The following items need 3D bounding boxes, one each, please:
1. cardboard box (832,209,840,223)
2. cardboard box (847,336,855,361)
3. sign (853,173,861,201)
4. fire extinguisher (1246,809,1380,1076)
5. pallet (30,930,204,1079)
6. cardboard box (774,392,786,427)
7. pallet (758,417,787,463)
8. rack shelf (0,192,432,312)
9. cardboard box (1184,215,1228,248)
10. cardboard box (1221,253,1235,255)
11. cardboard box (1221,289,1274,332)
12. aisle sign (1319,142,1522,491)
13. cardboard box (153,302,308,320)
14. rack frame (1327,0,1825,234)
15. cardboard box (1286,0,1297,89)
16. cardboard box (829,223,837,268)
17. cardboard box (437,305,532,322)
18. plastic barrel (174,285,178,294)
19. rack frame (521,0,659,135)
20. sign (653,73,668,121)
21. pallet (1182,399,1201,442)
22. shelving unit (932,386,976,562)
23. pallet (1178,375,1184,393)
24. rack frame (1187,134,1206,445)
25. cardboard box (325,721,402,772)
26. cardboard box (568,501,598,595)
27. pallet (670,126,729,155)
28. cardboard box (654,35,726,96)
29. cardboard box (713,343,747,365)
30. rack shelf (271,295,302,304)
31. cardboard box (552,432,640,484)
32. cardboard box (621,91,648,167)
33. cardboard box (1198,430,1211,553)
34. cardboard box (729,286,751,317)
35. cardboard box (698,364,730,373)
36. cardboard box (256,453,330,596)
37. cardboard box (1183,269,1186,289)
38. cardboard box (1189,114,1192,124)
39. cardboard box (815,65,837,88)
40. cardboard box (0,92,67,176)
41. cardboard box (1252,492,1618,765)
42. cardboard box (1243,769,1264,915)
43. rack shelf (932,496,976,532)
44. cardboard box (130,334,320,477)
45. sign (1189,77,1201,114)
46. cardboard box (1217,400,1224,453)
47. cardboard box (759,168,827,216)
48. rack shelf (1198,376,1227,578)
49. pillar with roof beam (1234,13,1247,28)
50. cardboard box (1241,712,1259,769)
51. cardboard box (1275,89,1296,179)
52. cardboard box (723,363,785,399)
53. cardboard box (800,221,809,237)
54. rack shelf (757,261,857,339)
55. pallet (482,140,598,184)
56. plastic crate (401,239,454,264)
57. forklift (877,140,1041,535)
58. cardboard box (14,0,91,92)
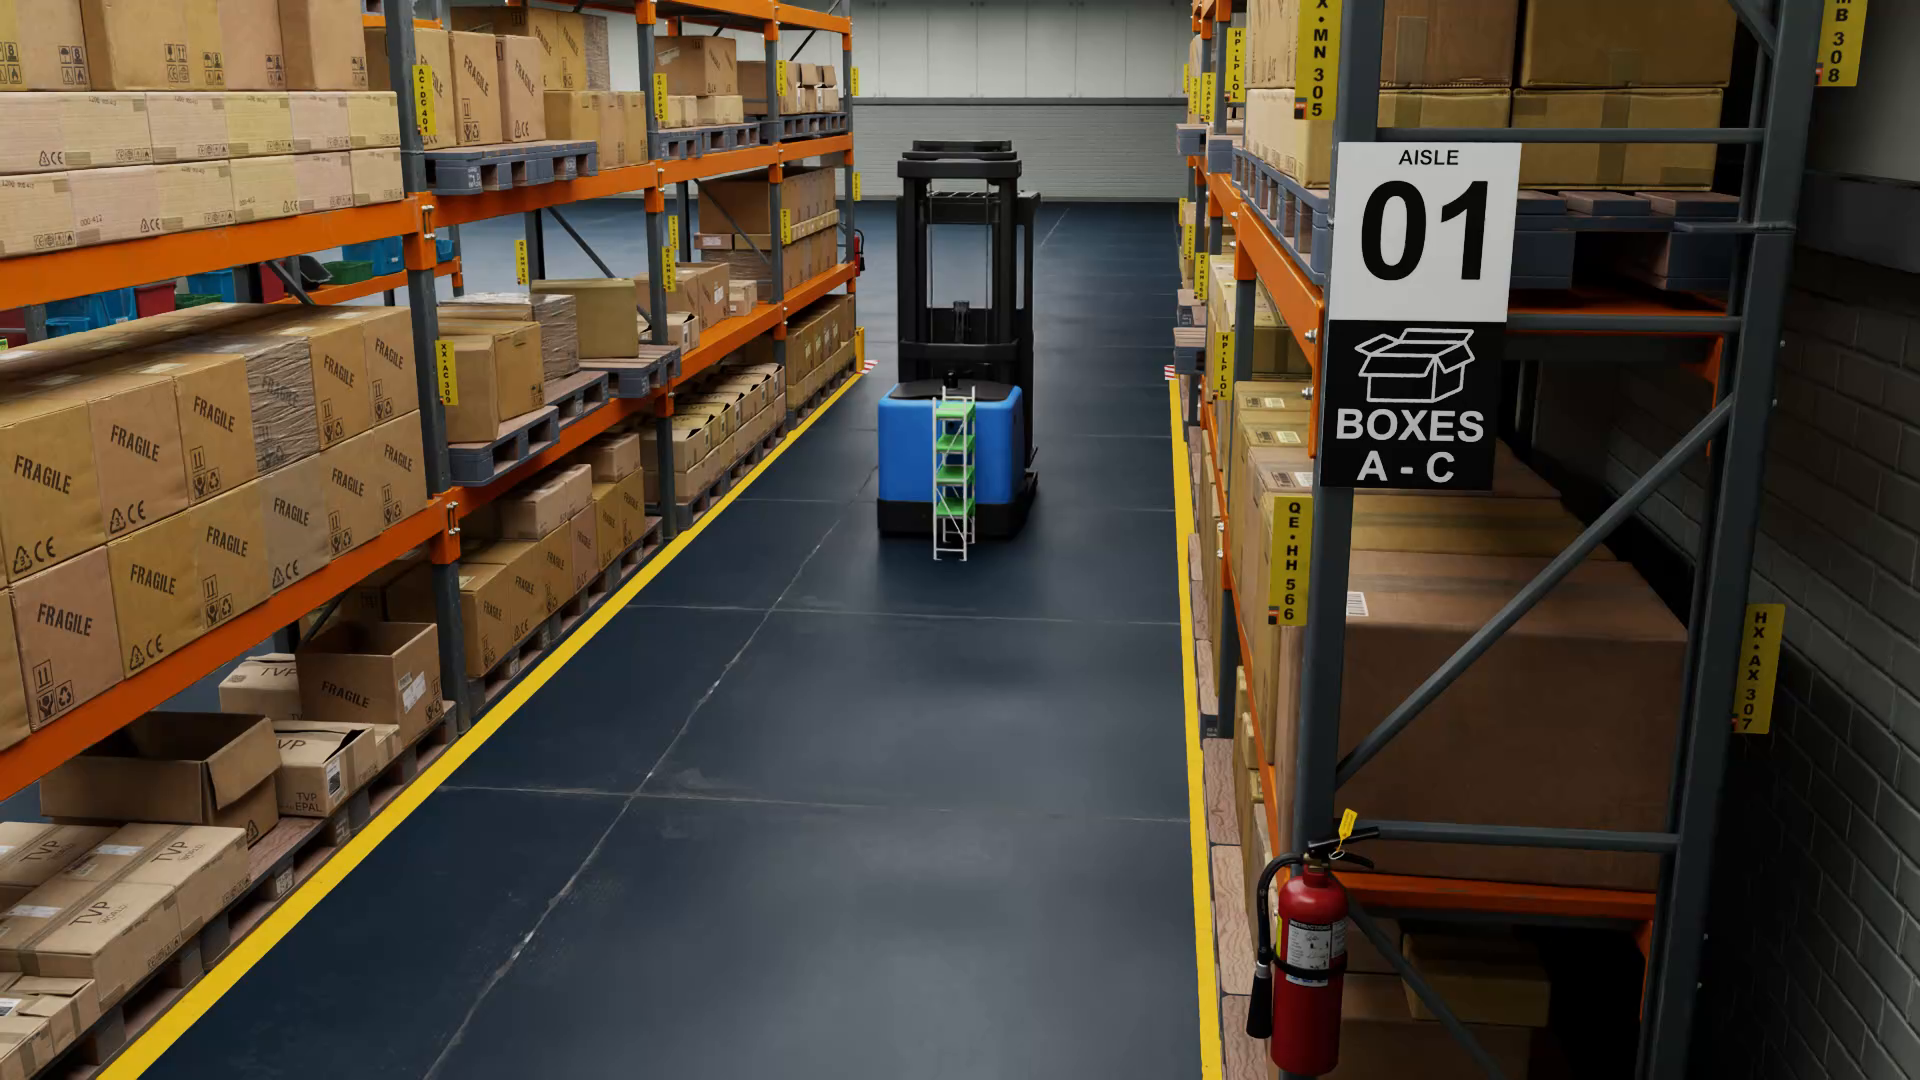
[{"bbox_3d":[-1.625,-3.806,19.555,0.380,0.149,0.250,1,15,5],"label":"cardboard box"},{"bbox_3d":[-1.538,-2.277,19.798,0.500,0.250,0.500,2,15,6],"label":"cardboard box"},{"bbox_3d":[-1.234,-4.203,19.786,0.100,0.325,0.005,2,15,6],"label":"sign"},{"bbox_3d":[0.870,0.989,4.122,0.296,0.674,0.183,2,15,6],"label":"fire extinguisher"},{"bbox_3d":[-3.479,1.721,5.895,1.003,0.211,1.213,2,15,6],"label":"pallet"},{"bbox_3d":[-1.982,-1.271,16.078,0.500,0.250,0.500,2,15,6],"label":"cardboard box"},{"bbox_3d":[-2.267,-0.973,15.857,1.003,0.211,1.213,2,15,6],"label":"pallet"},{"bbox_3d":[-3.351,-1.019,6.314,1.077,0.370,4.000,2,15,6],"label":"rack shelf"},{"bbox_3d":[2.564,-3.057,17.035,0.500,0.500,0.500,1,15,5],"label":"cardboard box"},{"bbox_3d":[2.410,-2.036,13.410,0.700,0.500,0.500,2,15,6],"label":"cardboard box"},{"bbox_3d":[1.720,-1.248,9.296,0.500,0.250,0.500,2,15,7],"label":"cardboard box"},{"bbox_3d":[1.039,-0.499,3.782,0.394,0.787,0.004,2,15,6],"label":"aisle sign"},{"bbox_3d":[-3.458,-0.854,7.965,0.500,0.500,0.500,2,15,8],"label":"cardboard box"},{"bbox_3d":[1.346,-2.150,3.374,1.000,3.000,0.127,2,15,6],"label":"rack frame"},{"bbox_3d":[1.224,-1.570,4.830,0.500,0.500,0.500,2,15,8],"label":"cardboard box"},{"bbox_3d":[-1.837,-3.476,19.581,0.700,0.500,0.500,2,15,6],"label":"cardboard box"},{"bbox_3d":[-2.987,-1.148,10.164,0.700,0.500,0.500,-2,15,-8],"label":"cardboard box"},{"bbox_3d":[-7.446,-2.253,15.512,0.301,0.262,0.301,0,15,0],"label":"plastic barrel"},{"bbox_3d":[-2.674,-4.370,11.584,1.000,3.000,0.127,2,15,6],"label":"rack frame"},{"bbox_3d":[-2.135,-3.155,11.847,0.100,0.325,0.005,2,15,6],"label":"sign"},{"bbox_3d":[2.740,-1.196,16.680,1.003,0.211,1.213,2,15,6],"label":"pallet"},{"bbox_3d":[-0.041,-0.490,12.174,0.258,1.200,0.503,2,15,7],"label":"shelving unit"},{"bbox_3d":[3.016,-1.829,19.020,1.003,0.211,1.213,2,15,6],"label":"pallet"},{"bbox_3d":[2.700,-2.367,15.668,1.000,3.000,0.127,2,15,6],"label":"rack frame"},{"bbox_3d":[-2.891,0.982,7.901,0.380,0.149,0.250,2,15,6],"label":"cardboard box"},{"bbox_3d":[-2.658,0.040,10.713,0.500,0.500,0.500,1,15,4],"label":"cardboard box"},{"bbox_3d":[-2.563,-3.300,13.734,1.003,0.211,1.213,2,15,9],"label":"pallet"},{"bbox_3d":[-2.373,-4.145,14.543,0.500,0.500,0.500,3,15,12],"label":"cardboard box"},{"bbox_3d":[-2.320,-2.005,17.357,0.500,0.500,0.500,2,15,6],"label":"cardboard box"},{"bbox_3d":[-7.370,-1.792,14.922,1.077,0.370,4.000,2,15,6],"label":"rack shelf"},{"bbox_3d":[-2.549,-0.578,11.561,0.500,0.250,0.500,2,15,8],"label":"cardboard box"},{"bbox_3d":[-2.690,-2.856,11.540,0.910,0.500,0.500,2,15,6],"label":"cardboard box"},{"bbox_3d":[2.035,-0.307,11.366,0.750,0.750,0.750,1,15,6],"label":"cardboard box"},{"bbox_3d":[-2.139,-2.213,15.358,0.396,0.266,0.258,1,15,5],"label":"cardboard box"},{"bbox_3d":[-2.517,-1.558,16.065,0.500,0.311,0.500,2,15,6],"label":"cardboard box"},{"bbox_3d":[-3.039,-0.081,7.022,0.500,0.500,0.500,2,15,8],"label":"cardboard box"},{"bbox_3d":[2.558,-2.695,17.133,0.500,0.250,0.500,2,15,6],"label":"cardboard box"},{"bbox_3d":[2.714,-4.558,17.794,0.500,0.500,0.500,2,15,9],"label":"cardboard box"},{"bbox_3d":[-1.840,-5.168,19.011,0.797,0.503,0.637,3,15,10],"label":"cardboard box"},{"bbox_3d":[-3.197,-1.271,5.200,0.500,0.250,0.500,2,15,6],"label":"cardboard box"},{"bbox_3d":[1.464,0.279,5.308,0.980,0.700,0.700,2,15,6],"label":"cardboard box"},{"bbox_3d":[1.491,1.166,6.586,0.700,0.500,0.500,2,15,8],"label":"cardboard box"},{"bbox_3d":[-0.041,-0.196,12.254,0.258,0.148,0.480,2,15,7],"label":"rack shelf"},{"bbox_3d":[-3.037,-0.565,6.898,0.500,0.500,0.500,2,15,7],"label":"cardboard box"},{"bbox_3d":[2.160,-4.078,15.260,0.100,0.325,0.005,2,15,6],"label":"sign"},{"bbox_3d":[1.646,-0.753,8.900,0.500,0.500,0.500,2,15,7],"label":"cardboard box"},{"bbox_3d":[-1.897,-3.952,18.856,0.700,0.500,0.500,1,15,5],"label":"cardboard box"},{"bbox_3d":[2.023,-0.463,10.006,1.077,0.370,4.000,2,15,6],"label":"rack shelf"},{"bbox_3d":[1.685,-10.888,35.689,9.100,9.000,0.400,2,15,6],"label":"pillar with roof beam"},{"bbox_3d":[1.332,0.809,6.666,0.380,0.149,0.250,1,15,5],"label":"cardboard box"},{"bbox_3d":[1.222,-1.214,4.948,0.500,0.250,0.500,1,15,4],"label":"cardboard box"},{"bbox_3d":[-1.984,-1.544,16.015,0.500,0.311,0.500,2,15,6],"label":"cardboard box"},{"bbox_3d":[-1.829,-3.339,17.829,0.380,0.149,0.250,2,15,6],"label":"cardboard box"},{"bbox_3d":[-1.997,-2.683,18.216,1.077,0.370,4.000,2,15,6],"label":"rack shelf"},{"bbox_3d":[-2.868,-2.230,9.776,1.213,0.211,1.003,2,15,6],"label":"pallet"},{"bbox_3d":[-6.452,-3.485,20.090,0.499,0.251,0.616,2,15,6],"label":"plastic crate"},{"bbox_3d":[0.072,-1.788,13.661,1.130,2.935,3.031,2,15,7],"label":"forklift"},{"bbox_3d":[-3.445,-1.772,5.615,0.700,0.500,0.500,2,15,6],"label":"cardboard box"}]
